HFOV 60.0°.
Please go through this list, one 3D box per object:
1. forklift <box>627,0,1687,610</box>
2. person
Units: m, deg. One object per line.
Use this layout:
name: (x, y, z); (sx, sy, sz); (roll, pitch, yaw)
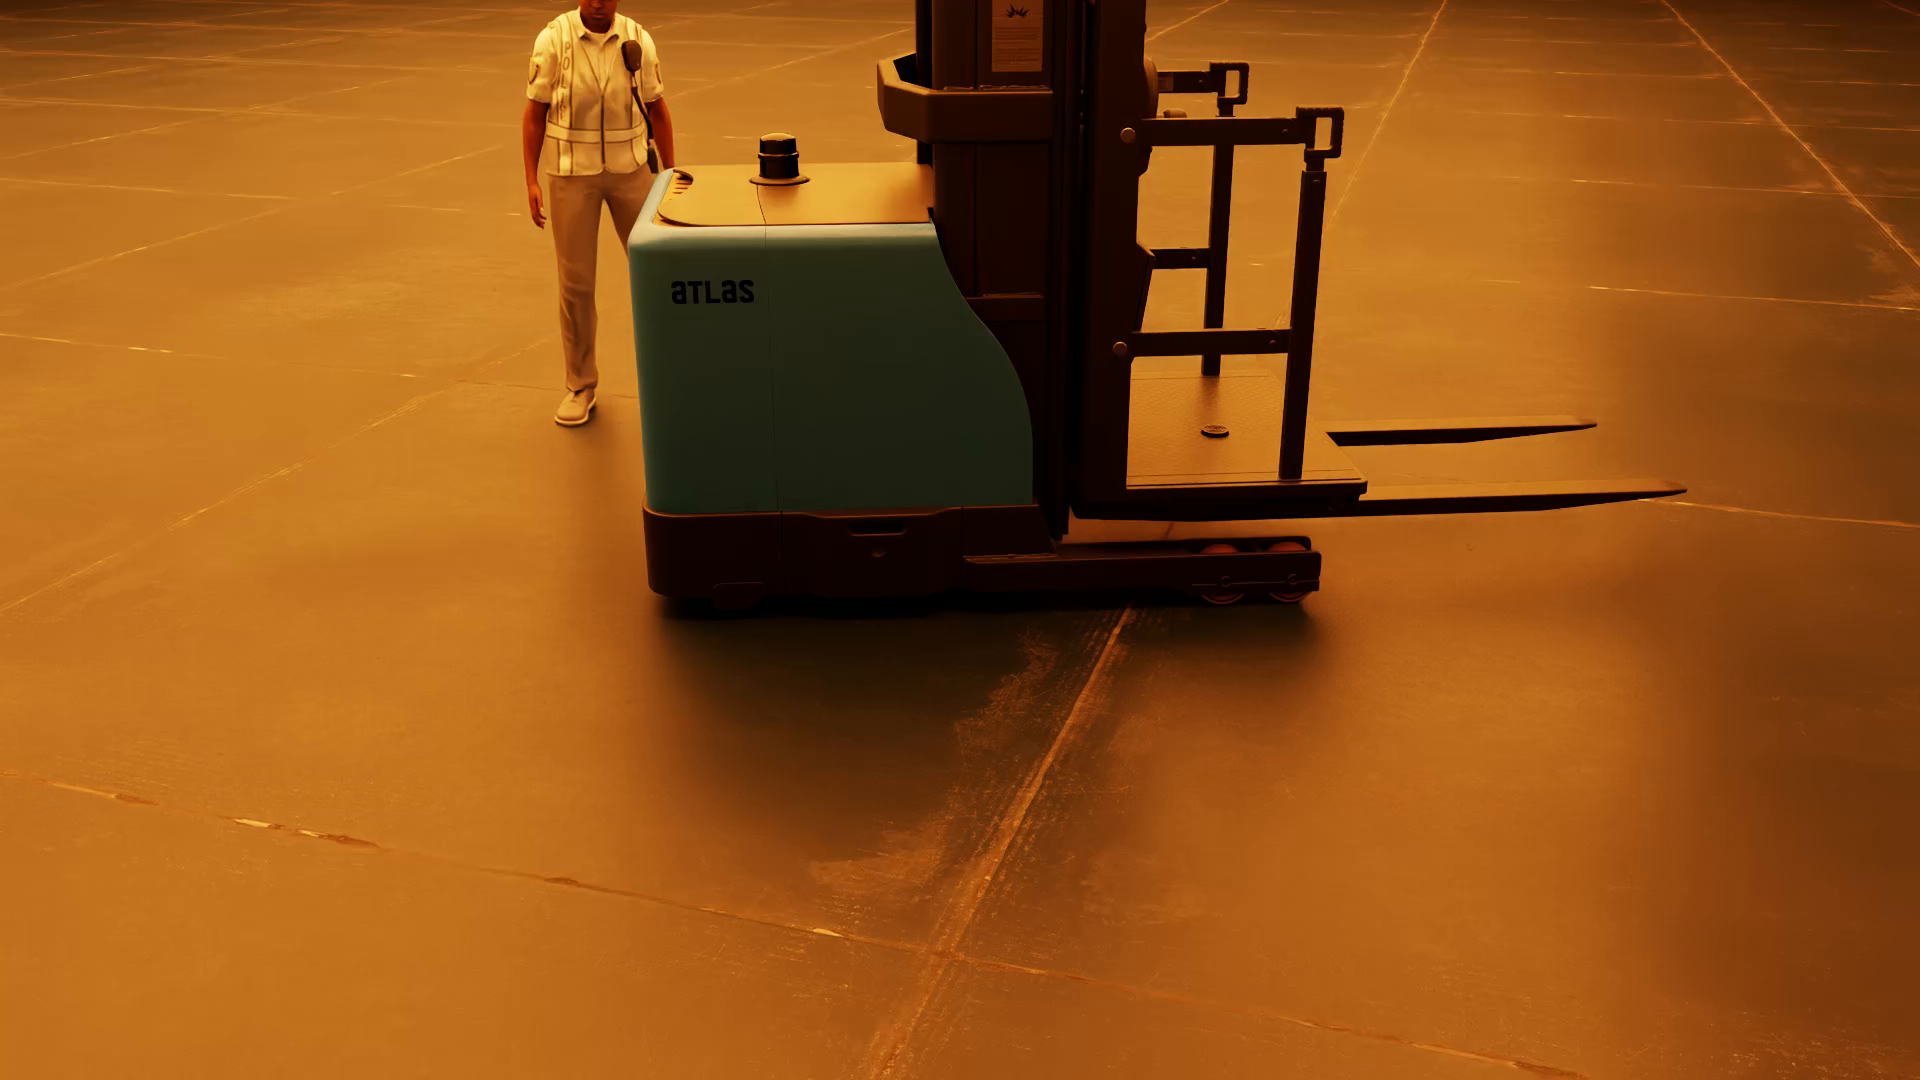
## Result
forklift: (0.606, -1.374, 4.608); (3.031, 2.935, 1.130); (-2, 23, -4)
person: (-1.280, -1.288, 6.075); (0.591, 1.667, 0.423); (-8, 24, -20)
